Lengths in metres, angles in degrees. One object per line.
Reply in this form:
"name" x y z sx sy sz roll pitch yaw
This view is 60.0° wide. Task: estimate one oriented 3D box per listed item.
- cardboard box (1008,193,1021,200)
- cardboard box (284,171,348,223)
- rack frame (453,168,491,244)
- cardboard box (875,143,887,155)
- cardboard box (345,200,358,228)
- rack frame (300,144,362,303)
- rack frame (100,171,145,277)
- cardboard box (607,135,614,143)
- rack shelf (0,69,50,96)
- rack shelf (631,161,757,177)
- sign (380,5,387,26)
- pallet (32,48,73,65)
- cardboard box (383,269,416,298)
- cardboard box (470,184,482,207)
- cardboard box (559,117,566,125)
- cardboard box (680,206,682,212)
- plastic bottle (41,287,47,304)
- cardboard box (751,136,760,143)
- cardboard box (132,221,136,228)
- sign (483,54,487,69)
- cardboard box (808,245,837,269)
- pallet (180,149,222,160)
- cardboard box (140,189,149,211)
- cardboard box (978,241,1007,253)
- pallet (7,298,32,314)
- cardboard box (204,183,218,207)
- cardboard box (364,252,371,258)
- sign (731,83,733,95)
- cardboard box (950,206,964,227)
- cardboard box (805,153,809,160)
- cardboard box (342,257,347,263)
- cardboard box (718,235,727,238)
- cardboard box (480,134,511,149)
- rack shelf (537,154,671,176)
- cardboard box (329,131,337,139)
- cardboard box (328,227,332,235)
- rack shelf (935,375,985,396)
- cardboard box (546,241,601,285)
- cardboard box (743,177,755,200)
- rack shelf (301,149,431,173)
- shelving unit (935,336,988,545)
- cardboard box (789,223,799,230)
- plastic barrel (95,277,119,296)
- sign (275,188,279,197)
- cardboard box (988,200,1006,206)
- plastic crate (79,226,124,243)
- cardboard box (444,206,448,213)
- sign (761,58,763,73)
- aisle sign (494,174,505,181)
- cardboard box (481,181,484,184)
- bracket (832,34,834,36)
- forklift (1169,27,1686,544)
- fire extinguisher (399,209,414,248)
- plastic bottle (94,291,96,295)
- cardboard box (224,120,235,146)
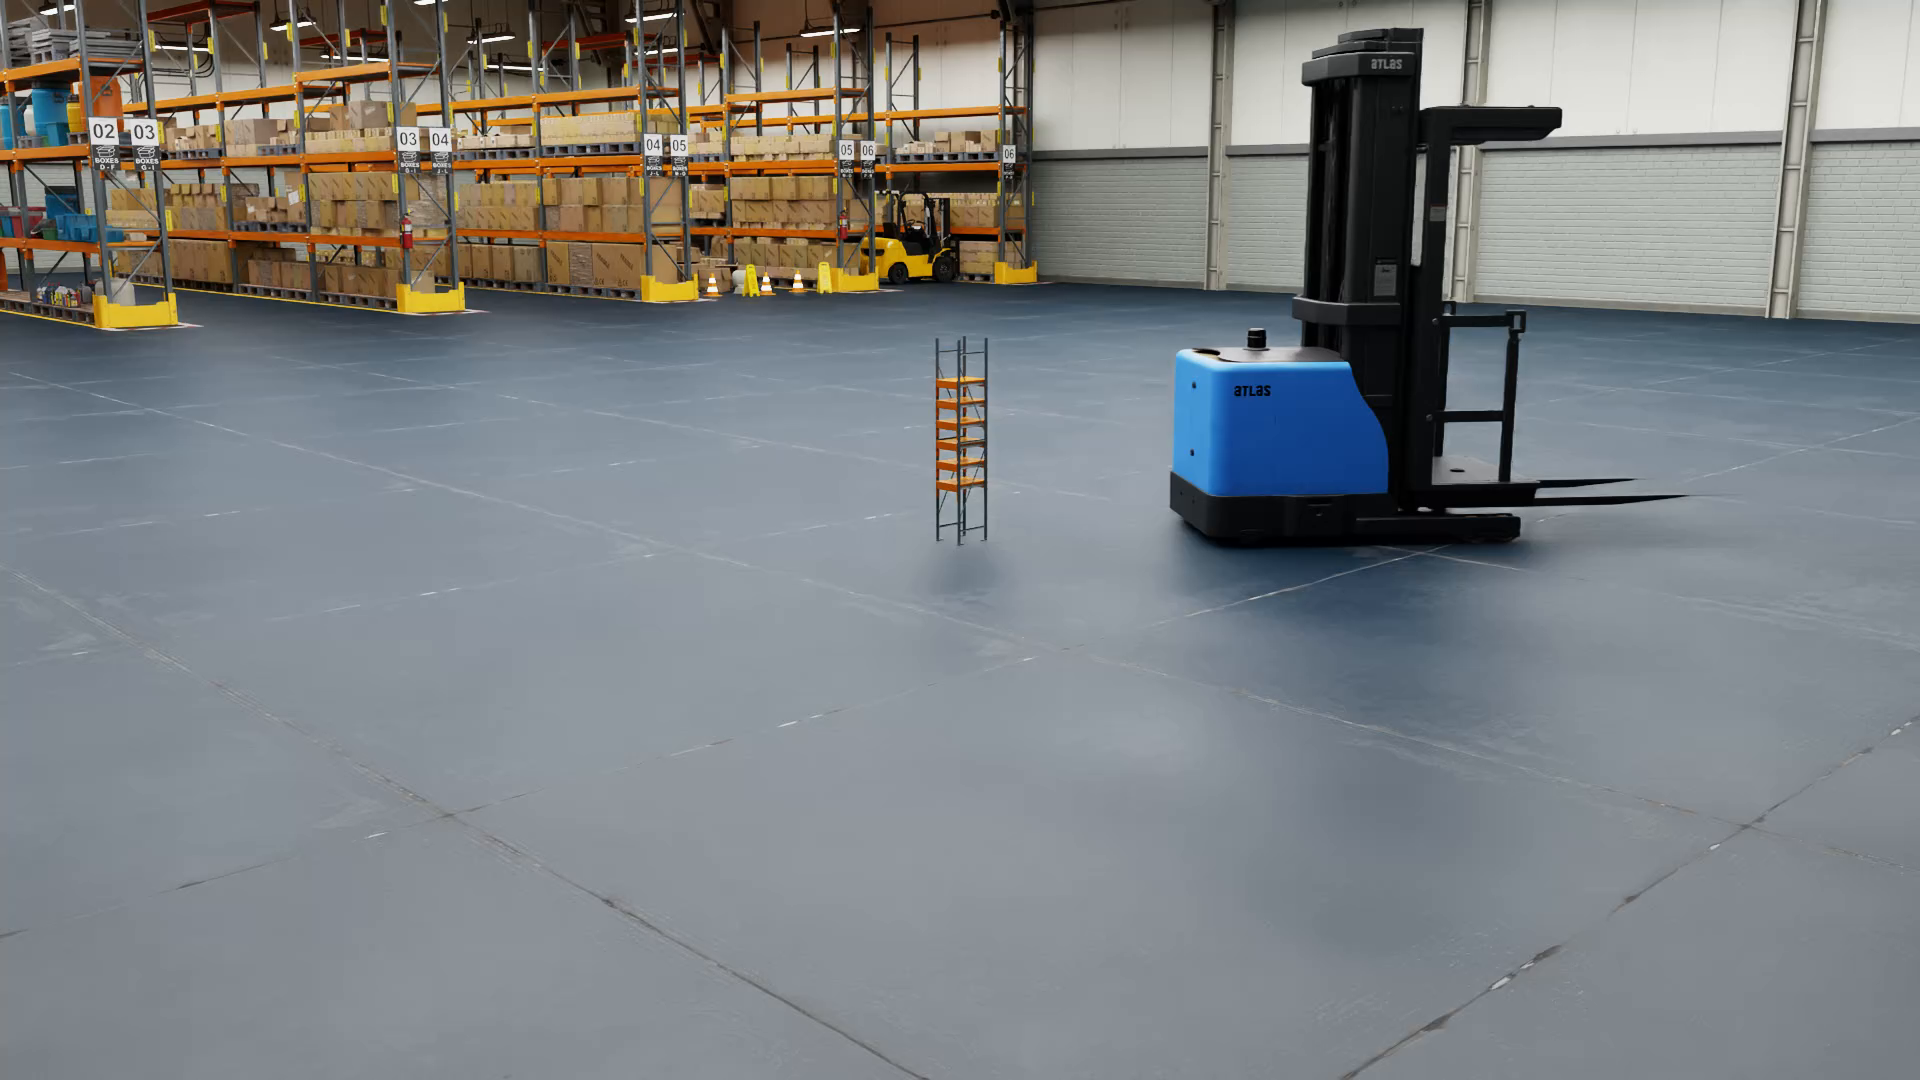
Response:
"cardboard box" 1.245 -8.232 39.843 0.380 0.149 0.250 -11 16 -44
"cardboard box" -12.642 -6.787 32.891 1.000 1.000 1.000 -11 16 -42
"rack frame" -11.300 -7.412 38.453 1.000 3.000 0.127 -11 16 -43
"cardboard box" -2.116 -9.977 42.401 0.500 0.311 0.500 11 16 43
"cardboard box" -10.875 -6.056 30.889 0.875 0.500 0.500 -11 16 -43
"rack frame" -12.195 -6.152 32.336 1.000 3.000 0.127 -11 16 -43
"rack frame" -20.482 -7.903 40.837 1.000 3.000 0.127 -11 16 -43
"cardboard box" -6.776 -7.958 33.002 0.380 0.149 0.250 -11 16 -42
"rack shelf" -17.158 -8.143 29.911 1.077 0.370 4.000 -11 16 -43
"rack shelf" -6.409 -8.941 40.226 1.077 0.370 4.000 -11 16 -43
"sign" -9.848 -8.967 28.426 0.100 0.325 0.005 -11 16 -43
"pallet" -14.341 -7.817 27.011 1.003 0.211 1.213 -11 16 -43
"cardboard box" -10.289 -4.725 30.567 0.500 0.500 0.500 -6 13 -28
"cardboard box" -10.647 -7.810 37.660 0.700 0.500 0.500 -11 16 -43
"cardboard box" -8.005 -8.608 34.182 0.380 0.149 0.250 -11 16 -43
"cardboard box" -6.570 -8.193 40.219 0.500 0.500 0.500 11 16 43
"plastic bottle" -15.631 -4.192 28.484 0.152 0.276 0.135 -10 15 -41
"cardboard box" -4.507 -9.062 37.676 0.380 0.149 0.250 -11 16 -43
"cardboard box" -19.230 -7.420 39.114 0.380 0.149 0.250 -11 16 -42
"sign" -10.901 -10.963 38.115 0.100 0.325 0.005 -11 16 -43
"cardboard box" -3.007 -6.256 36.756 0.500 0.500 0.500 -11 16 -42
"pallet" -16.215 -8.361 36.097 1.003 0.211 1.213 -10 15 -40
"cardboard box" -18.573 -7.862 38.415 0.500 0.500 0.500 -11 16 -42
"cardboard box" 0.779 -7.013 39.815 0.500 0.250 0.500 -10 15 -41
"pallet" -16.347 -4.205 29.798 1.003 0.211 1.213 -11 16 -43
"cardboard box" -15.898 -7.480 36.051 0.797 0.503 0.637 -10 16 -41
"cardboard box" -14.702 -7.144 41.702 0.380 0.149 0.250 -11 16 -42
"sign" -6.567 -12.944 47.730 0.100 0.325 0.005 -11 16 -43
"cardboard box" 0.087 -7.877 40.463 0.500 0.500 0.500 -11 16 -44
"cardboard box" -3.195 -8.429 36.582 0.380 0.149 0.250 -11 16 -42
"cardboard box" -15.699 -7.239 42.902 0.380 0.149 0.250 -10 15 -40
"cardboard box" -6.695 -8.716 47.595 0.250 0.149 0.380 11 16 42
"cardboard box" -10.259 -8.808 36.727 0.500 0.311 0.500 -11 16 -44
"rack shelf" -7.157 -7.653 33.973 1.077 0.370 4.000 -11 16 -43
"cardboard box" -11.467 -7.499 30.828 0.380 0.149 0.250 -11 16 -44
"cardboard box" -11.729 -5.849 31.491 0.380 0.149 0.250 -11 16 -43
"rack shelf" 0.010 -0.895 9.716 0.258 0.103 0.180 -11 16 -43
"cardboard box" -8.154 -5.892 35.299 0.875 0.875 0.875 -11 16 -42
"cardboard box" -4.543 -8.045 38.063 0.700 0.500 0.500 -11 16 -42
"rack shelf" -10.814 -6.976 30.689 1.077 0.370 4.000 -11 16 -43
"shelving unit" 0.010 -0.586 9.780 0.258 1.200 0.189 -11 16 -43
"cardboard box" -3.612 -7.027 37.210 0.380 0.149 0.250 -11 16 -43
"plastic barrel" -13.871 -4.023 27.131 0.421 0.512 0.421 0 12 0
"sign" -14.571 -7.341 35.435 0.100 0.325 0.005 -11 16 -43
"cardboard box" 0.880 -8.019 39.546 0.380 0.149 0.250 -11 16 -42
"plastic crate" -13.577 -4.836 26.320 0.499 0.251 0.616 -11 16 -43
"cardboard box" -11.971 -7.649 38.448 0.380 0.149 0.250 -10 16 -41
"sign" -4.622 -11.040 38.686 0.100 0.325 0.005 -11 16 -43
"aisle sign" -13.140 -10.611 47.538 0.394 0.787 0.004 -11 16 -43
"cardboard box" -13.269 -10.050 46.925 0.380 0.149 0.250 -10 16 -41
"bracket" -3.193 -13.456 44.004 0.235 0.232 0.430 -11 16 -43
"forklift" 2.884 -1.520 10.024 3.031 2.935 1.130 -1 12 -7
"fire extinguisher" -9.687 -5.449 29.118 0.296 0.674 0.183 -11 16 -43
"plastic bottle" -14.736 -4.178 28.400 0.061 0.283 0.133 -11 16 -43
"cardboard box" -14.819 -8.394 34.300 0.500 0.500 0.500 -11 16 -42
